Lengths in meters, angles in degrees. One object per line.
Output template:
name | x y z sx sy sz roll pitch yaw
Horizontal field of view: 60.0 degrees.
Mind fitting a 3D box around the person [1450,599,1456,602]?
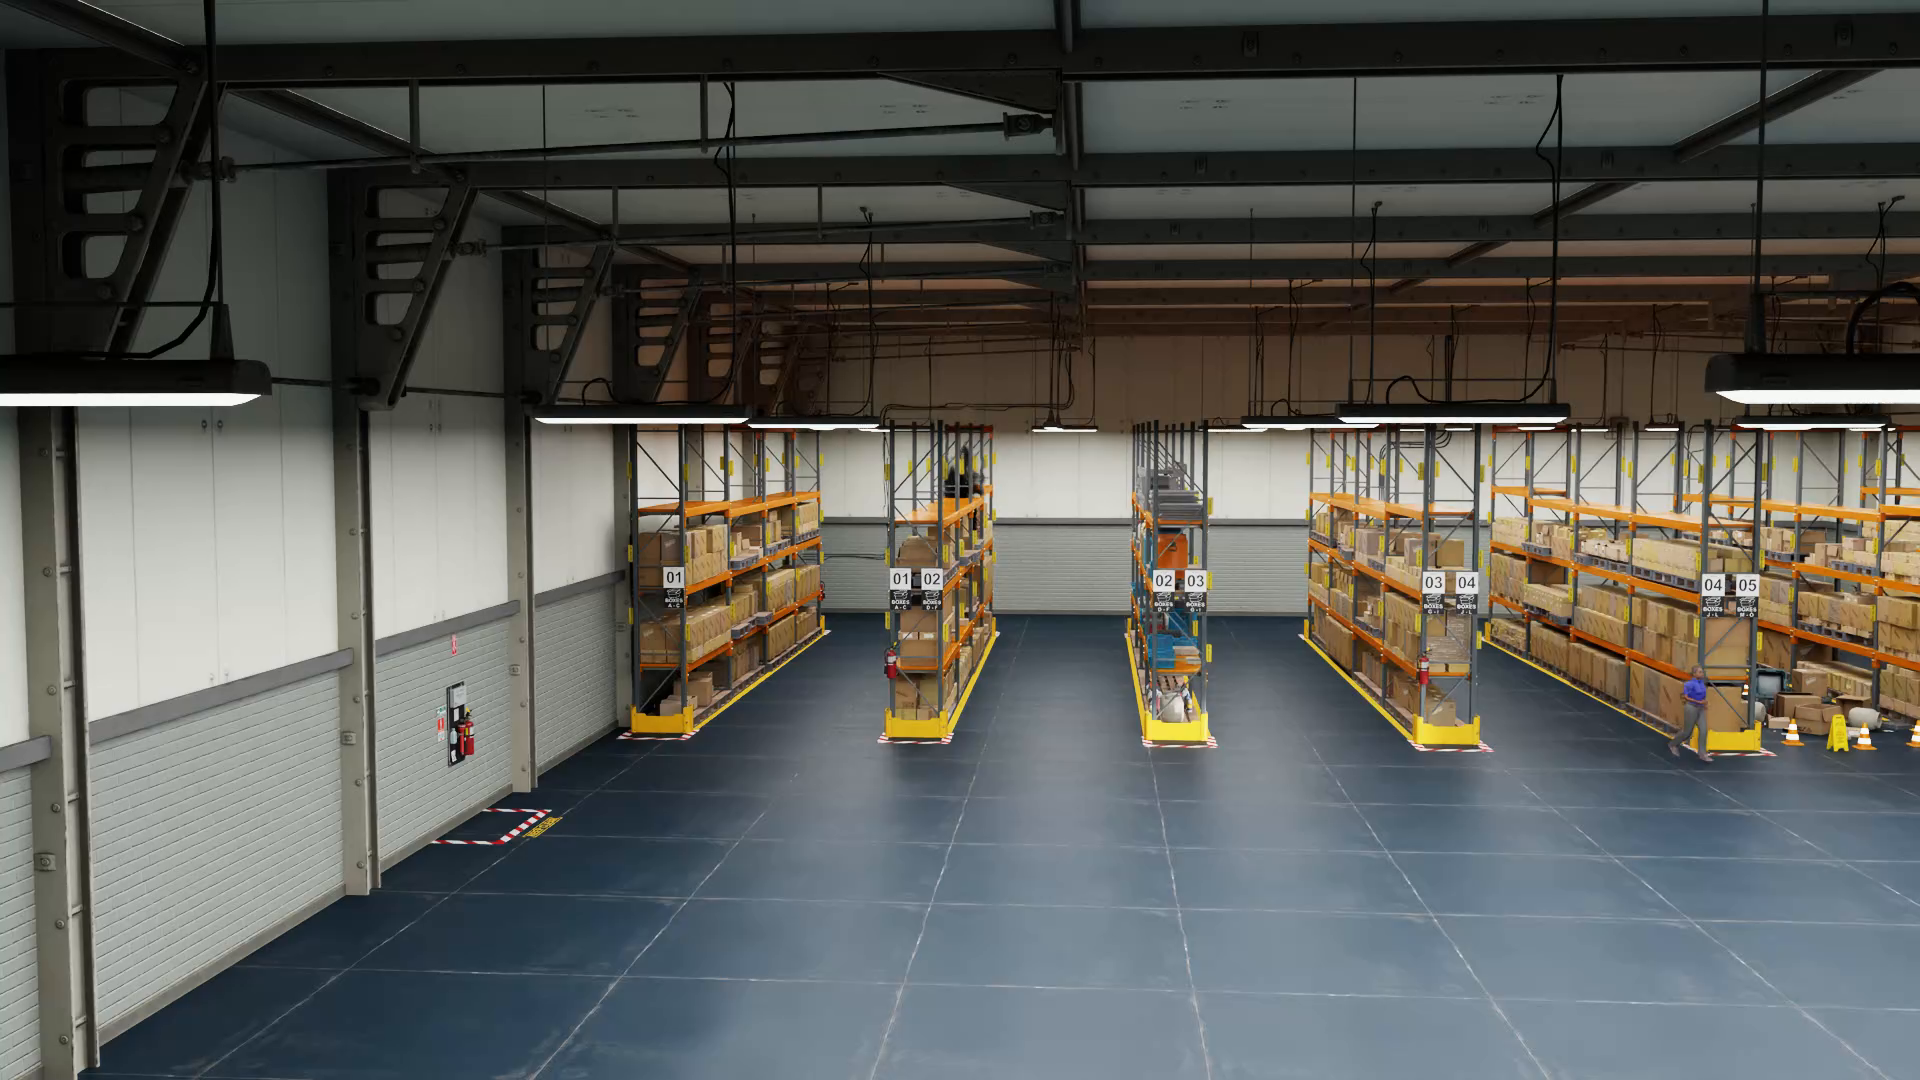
person | 13.413 1.946 46.178 0.741 1.741 0.658 3 5 43

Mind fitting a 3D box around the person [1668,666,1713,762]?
person | 12.926 3.028 29.266 0.604 1.646 0.849 -2 4 -30
